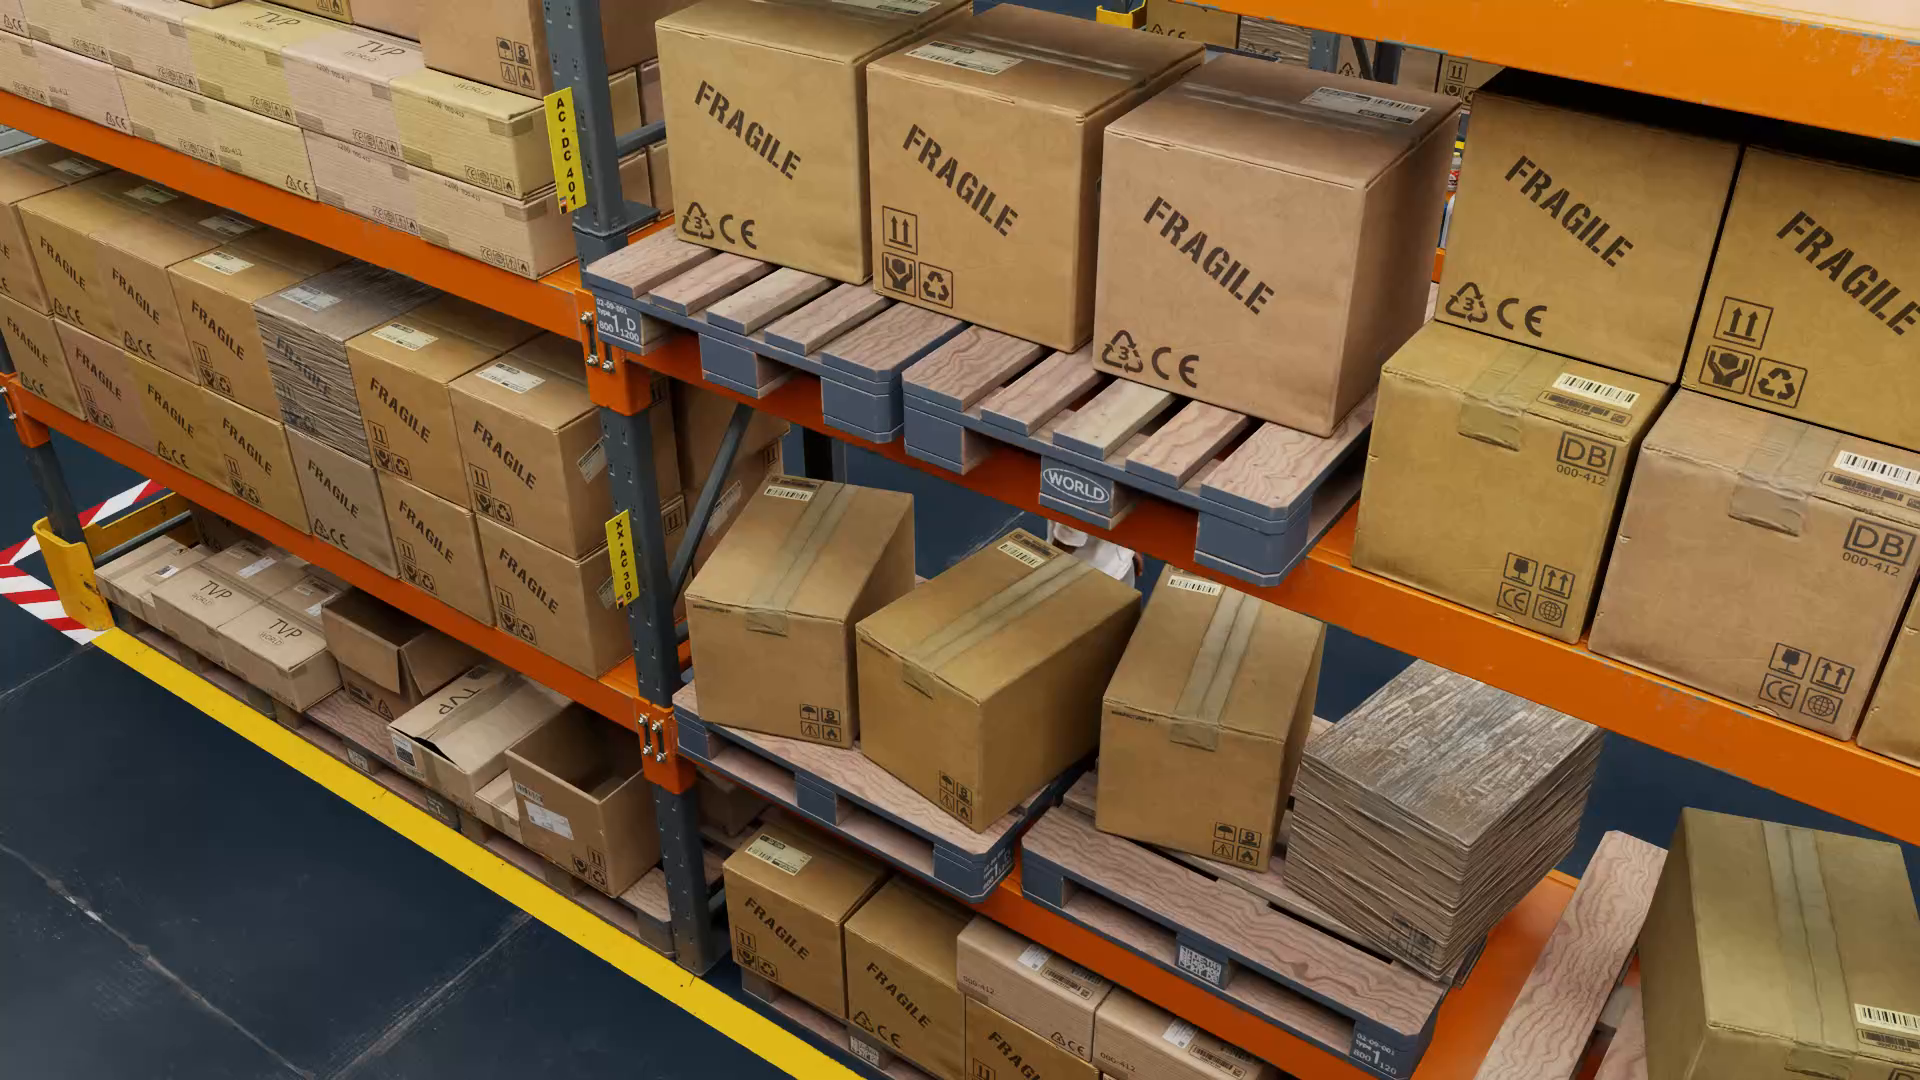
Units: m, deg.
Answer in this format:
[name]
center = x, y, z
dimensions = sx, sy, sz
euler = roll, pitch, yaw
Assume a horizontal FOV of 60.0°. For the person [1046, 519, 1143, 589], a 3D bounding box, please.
[person]
center = 0.593, 0.139, 6.925
dimensions = 0.460, 1.759, 0.629
euler = 20, 39, 26
